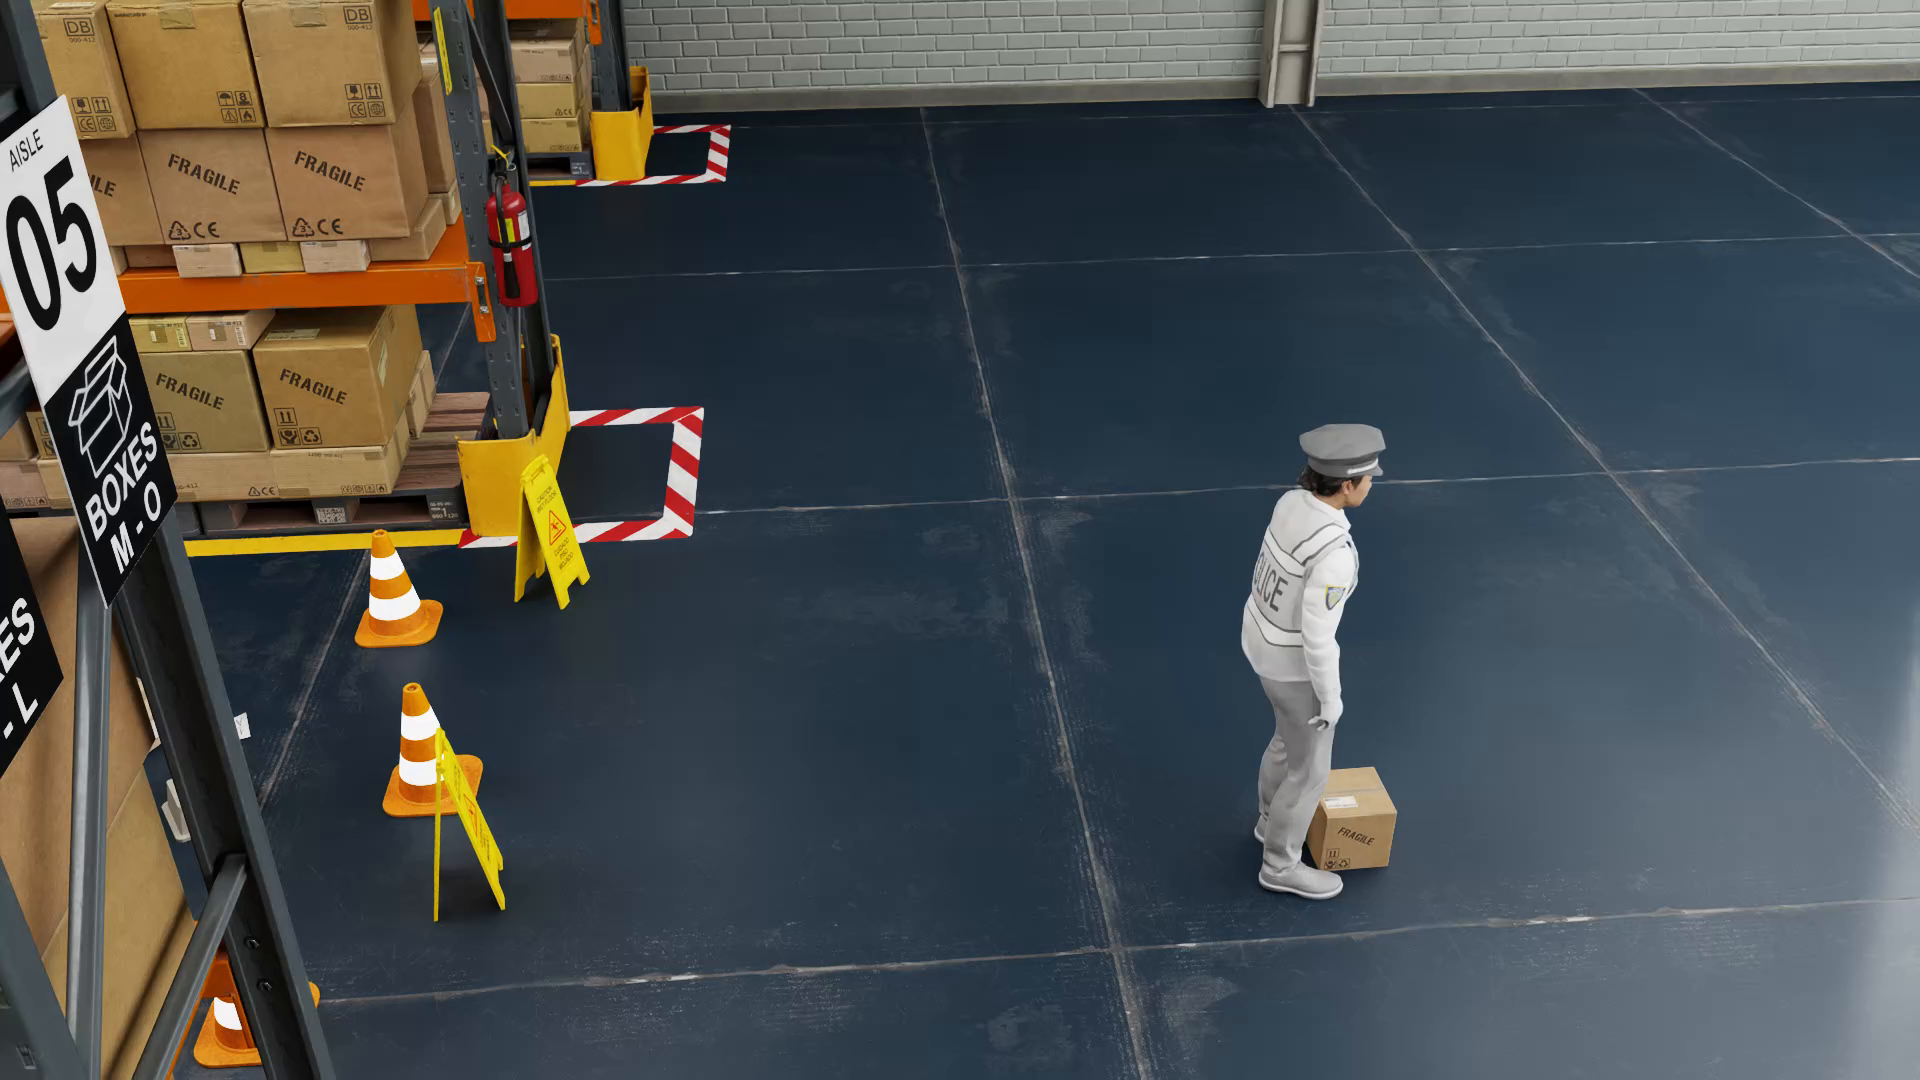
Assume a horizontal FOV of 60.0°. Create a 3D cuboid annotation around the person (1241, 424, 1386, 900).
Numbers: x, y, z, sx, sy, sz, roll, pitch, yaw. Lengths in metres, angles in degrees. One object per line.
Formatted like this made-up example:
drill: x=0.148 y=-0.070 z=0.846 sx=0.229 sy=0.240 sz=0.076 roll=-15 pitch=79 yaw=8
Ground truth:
person: x=1.143 y=0.396 z=5.480 sx=0.414 sy=1.662 sz=0.525 roll=-4 pitch=32 yaw=-7
